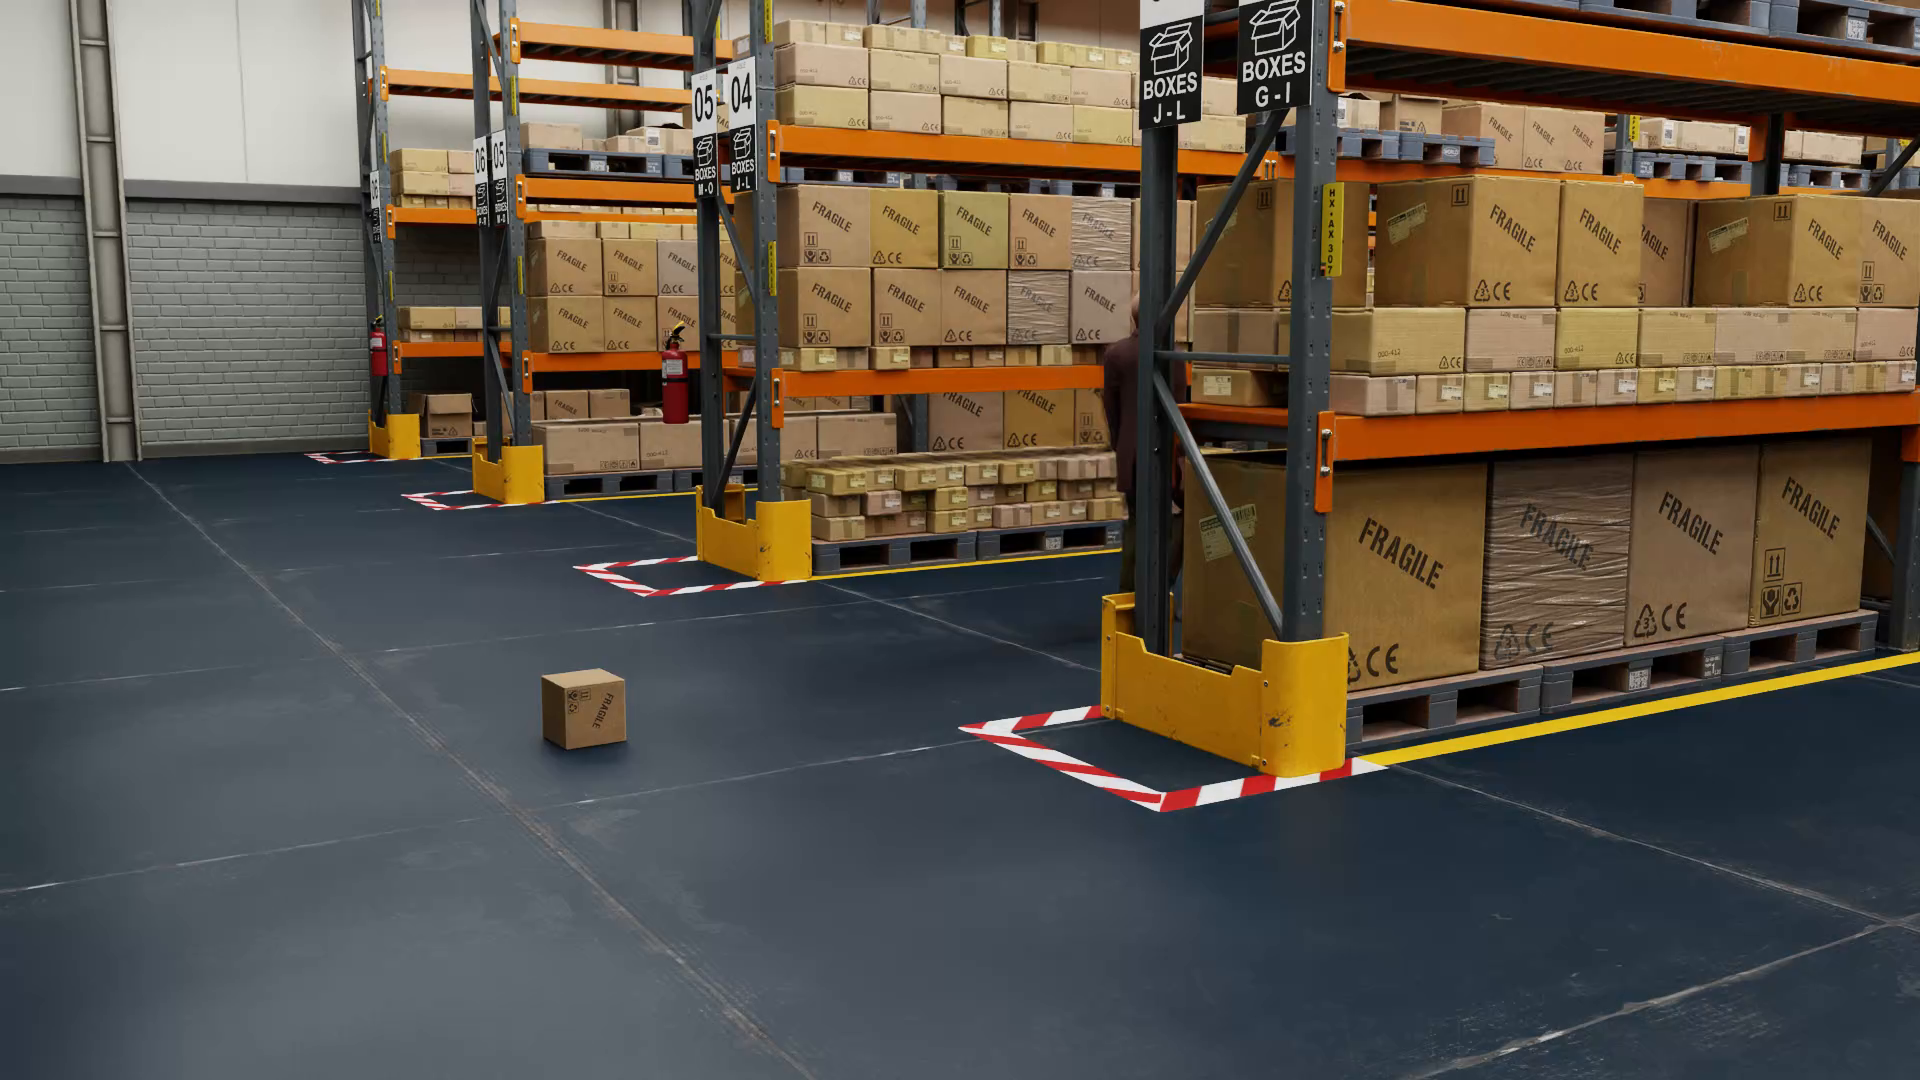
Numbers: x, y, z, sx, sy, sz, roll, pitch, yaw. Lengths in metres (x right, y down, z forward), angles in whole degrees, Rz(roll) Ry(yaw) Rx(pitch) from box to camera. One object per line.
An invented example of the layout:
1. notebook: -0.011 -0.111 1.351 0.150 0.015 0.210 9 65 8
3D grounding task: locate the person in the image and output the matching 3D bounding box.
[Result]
1. person: 1.084 -0.464 9.083 0.610 1.796 0.480 8 11 44
